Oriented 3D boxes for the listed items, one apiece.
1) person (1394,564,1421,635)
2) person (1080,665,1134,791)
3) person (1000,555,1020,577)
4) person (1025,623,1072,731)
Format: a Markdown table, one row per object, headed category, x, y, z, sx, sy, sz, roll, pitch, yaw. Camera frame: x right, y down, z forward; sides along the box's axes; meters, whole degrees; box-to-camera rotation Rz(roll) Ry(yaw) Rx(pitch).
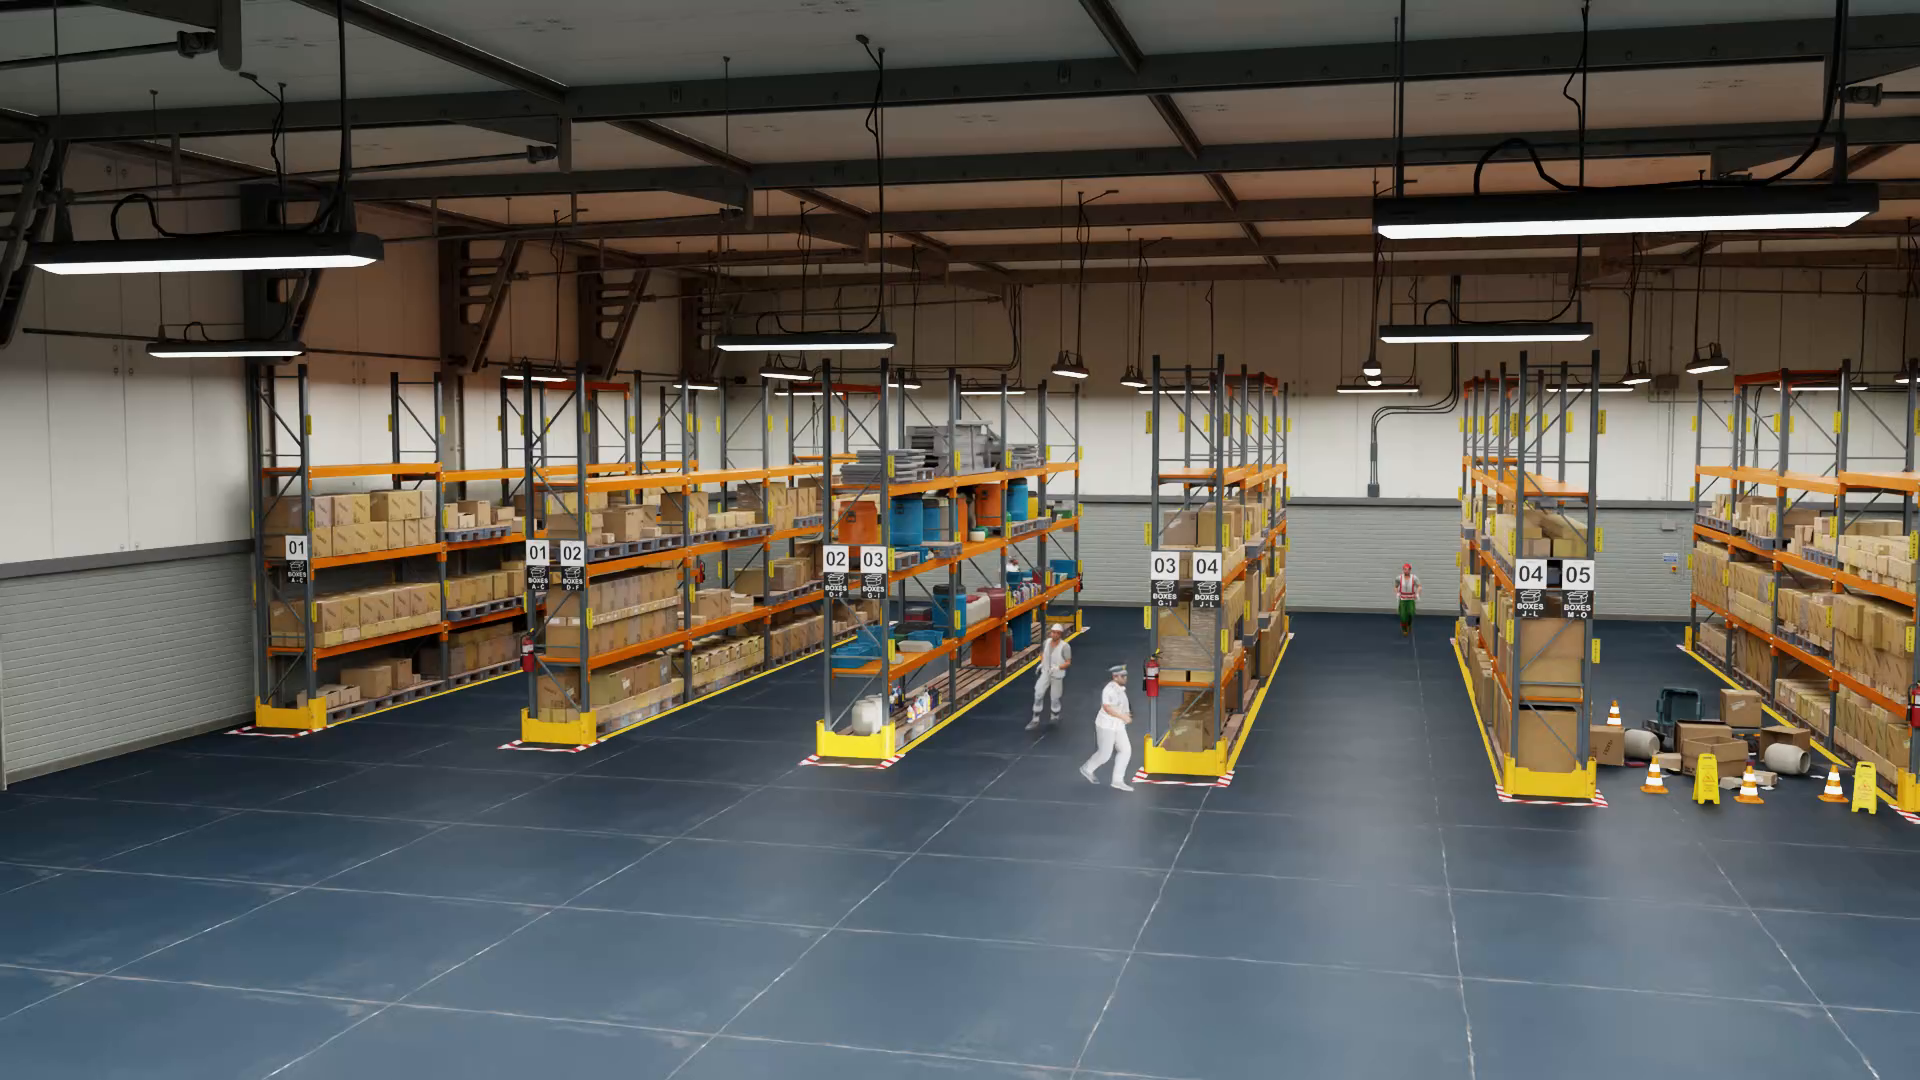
| category | x | y | z | sx | sy | sz | roll | pitch | yaw |
| --- | --- | --- | --- | --- | --- | --- | --- | --- | --- |
| person | 10.610 | 1.413 | 39.439 | 0.619 | 1.727 | 0.644 | 1 | 4 | 15 |
| person | 1.996 | 2.559 | 22.814 | 0.848 | 1.739 | 0.622 | 3 | 5 | 34 |
| person | 1.337 | 1.195 | 43.095 | 0.915 | 1.635 | 0.618 | 4 | 5 | 44 |
| person | 1.504 | 2.225 | 27.200 | 0.717 | 1.751 | 0.834 | 2 | 4 | 23 |
